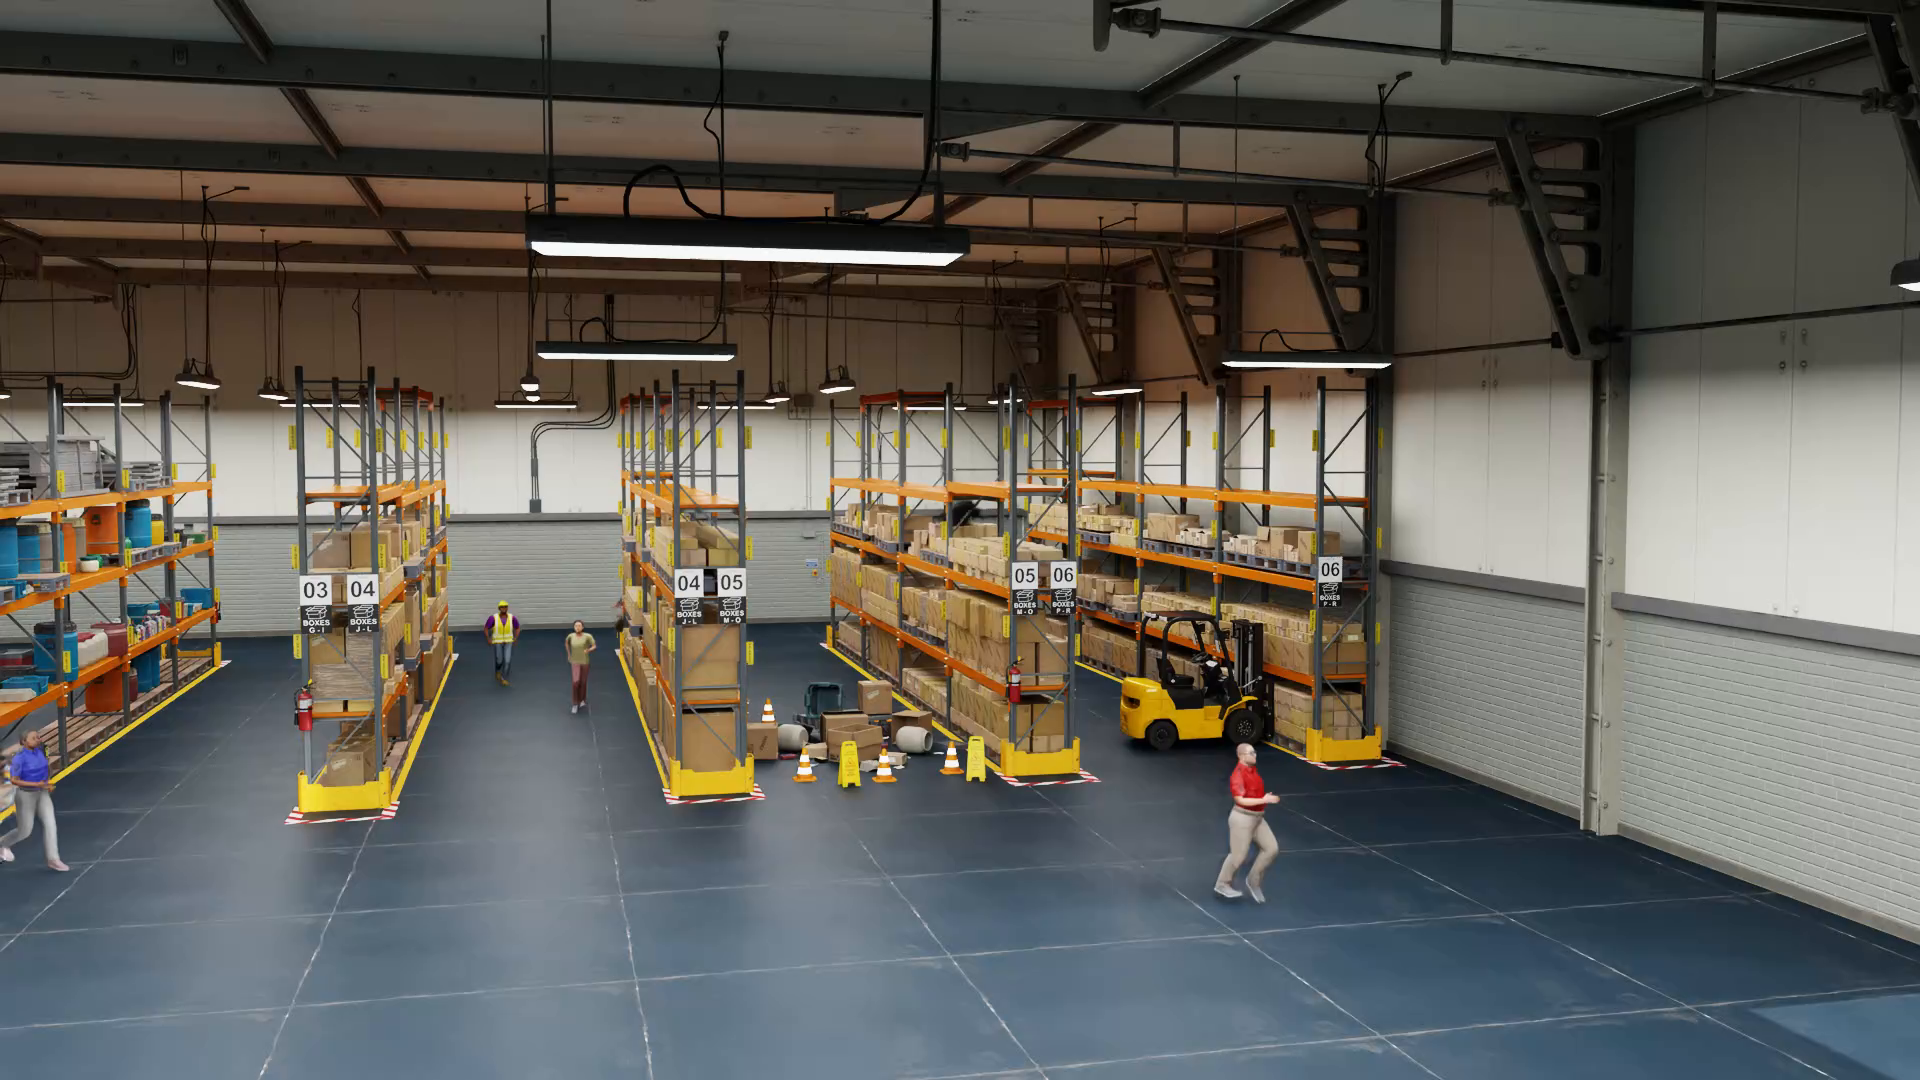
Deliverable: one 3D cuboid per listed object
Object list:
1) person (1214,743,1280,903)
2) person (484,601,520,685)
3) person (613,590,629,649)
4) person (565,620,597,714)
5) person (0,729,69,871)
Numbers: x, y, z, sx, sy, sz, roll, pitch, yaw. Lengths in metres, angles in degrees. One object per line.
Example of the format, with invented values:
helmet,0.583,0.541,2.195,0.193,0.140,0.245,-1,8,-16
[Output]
person,3.128,3.079,18.003,0.736,1.770,0.637,3,4,37
person,-9.396,2.106,34.161,0.705,1.728,0.557,-1,4,-21
person,-7.997,1.753,40.067,0.682,1.763,0.778,-2,4,-34
person,-7.033,2.324,30.881,0.569,1.717,0.748,-1,4,-13
person,-10.803,3.014,19.341,0.925,1.653,0.582,1,4,14
